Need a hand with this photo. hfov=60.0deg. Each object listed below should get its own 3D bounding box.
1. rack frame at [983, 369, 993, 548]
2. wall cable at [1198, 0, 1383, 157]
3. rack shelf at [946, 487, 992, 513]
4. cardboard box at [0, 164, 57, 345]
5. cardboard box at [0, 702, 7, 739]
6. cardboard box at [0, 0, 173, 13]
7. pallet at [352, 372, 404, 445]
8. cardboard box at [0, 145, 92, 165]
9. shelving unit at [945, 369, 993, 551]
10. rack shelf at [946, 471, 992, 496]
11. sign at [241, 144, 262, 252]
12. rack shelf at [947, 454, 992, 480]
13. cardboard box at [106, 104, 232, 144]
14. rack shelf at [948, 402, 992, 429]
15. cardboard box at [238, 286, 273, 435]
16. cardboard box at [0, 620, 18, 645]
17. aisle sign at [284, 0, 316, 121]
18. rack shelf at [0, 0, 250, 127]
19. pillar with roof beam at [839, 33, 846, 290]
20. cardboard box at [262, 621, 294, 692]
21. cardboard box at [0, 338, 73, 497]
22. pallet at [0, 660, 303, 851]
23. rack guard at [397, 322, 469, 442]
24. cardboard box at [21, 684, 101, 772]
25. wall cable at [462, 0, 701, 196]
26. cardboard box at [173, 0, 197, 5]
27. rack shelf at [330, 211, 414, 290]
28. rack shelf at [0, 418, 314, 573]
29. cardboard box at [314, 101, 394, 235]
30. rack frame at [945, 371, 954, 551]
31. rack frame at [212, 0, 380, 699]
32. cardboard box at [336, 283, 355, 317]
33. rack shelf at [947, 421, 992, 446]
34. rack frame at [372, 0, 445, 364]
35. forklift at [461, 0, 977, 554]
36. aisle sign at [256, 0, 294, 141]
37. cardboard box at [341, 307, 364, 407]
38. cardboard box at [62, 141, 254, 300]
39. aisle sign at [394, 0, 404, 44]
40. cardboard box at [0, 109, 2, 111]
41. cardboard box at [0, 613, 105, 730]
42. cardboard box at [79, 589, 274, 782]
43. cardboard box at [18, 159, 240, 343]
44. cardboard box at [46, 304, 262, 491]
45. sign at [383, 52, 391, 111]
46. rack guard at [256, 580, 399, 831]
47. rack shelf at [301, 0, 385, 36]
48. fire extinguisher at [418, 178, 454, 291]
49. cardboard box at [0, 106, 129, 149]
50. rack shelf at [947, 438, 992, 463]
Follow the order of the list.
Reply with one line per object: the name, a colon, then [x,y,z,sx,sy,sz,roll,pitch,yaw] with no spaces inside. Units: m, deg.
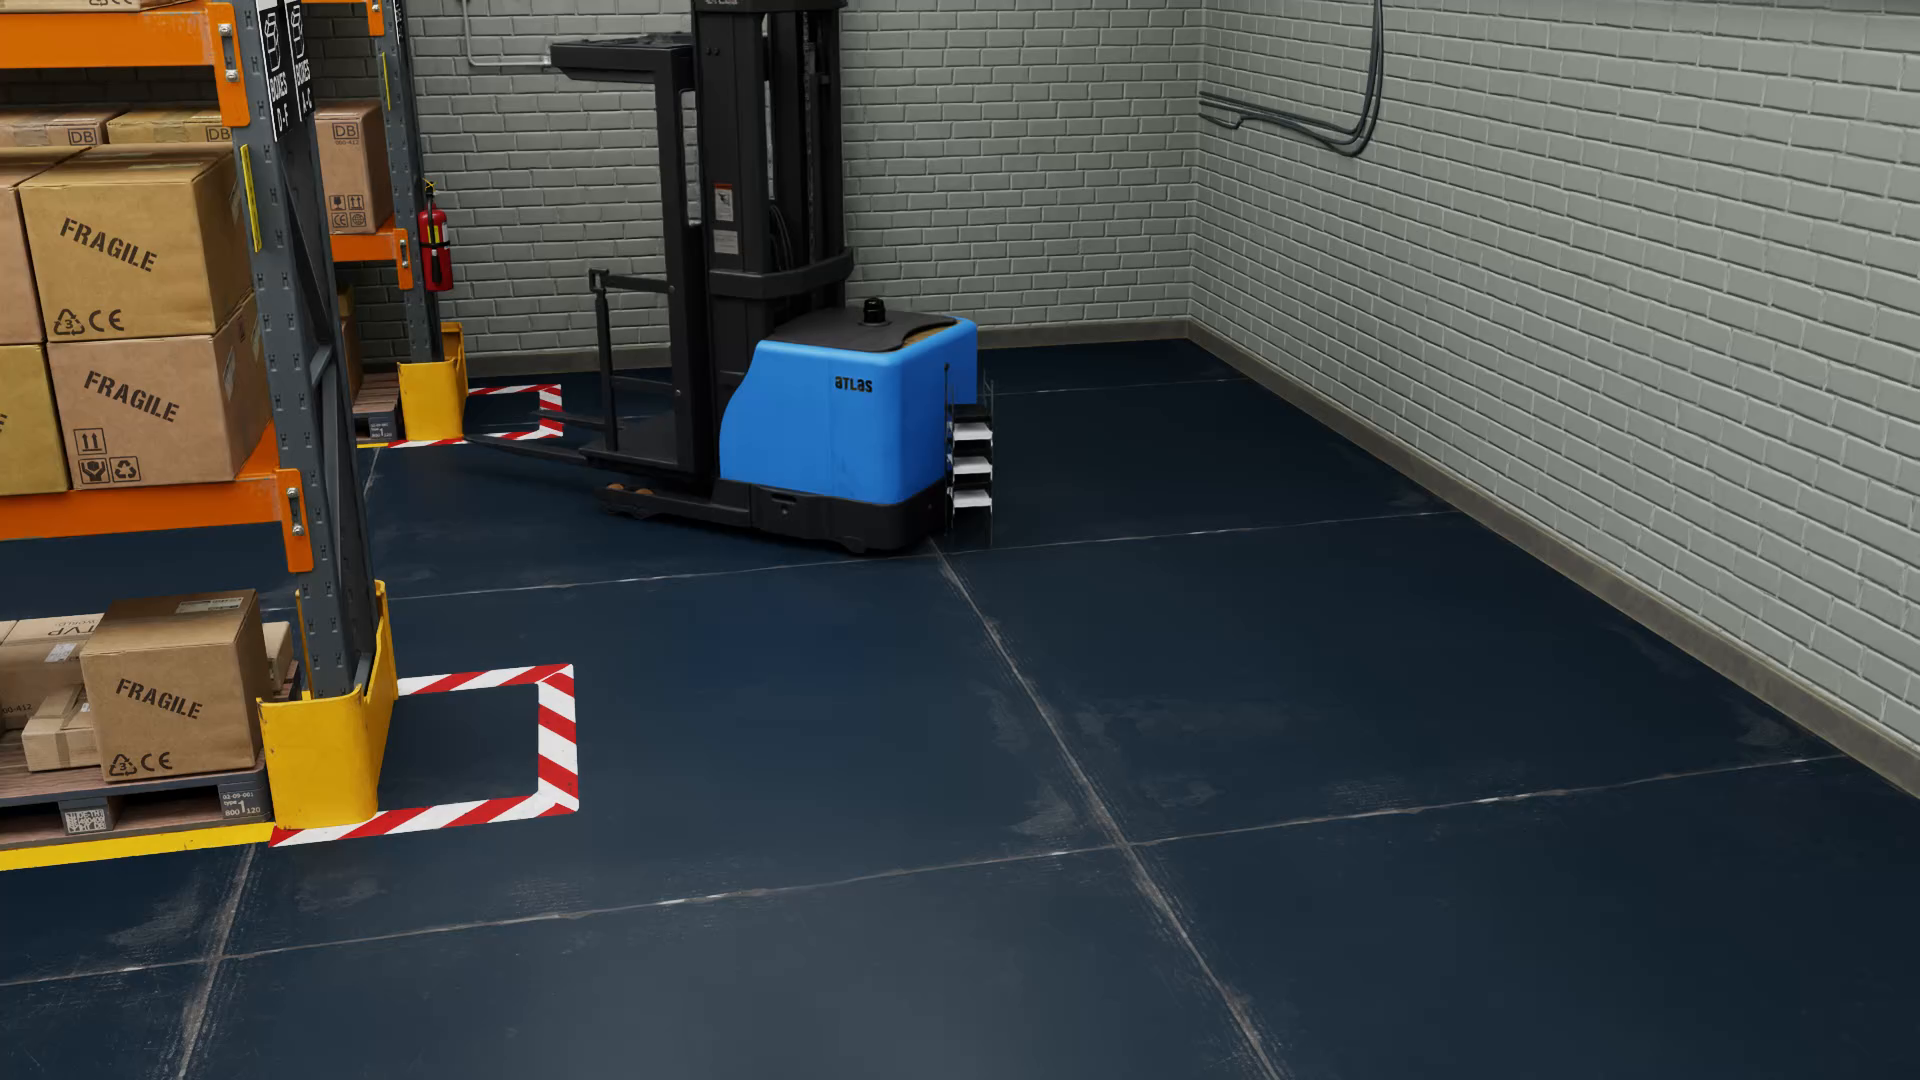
rack frame: [0.146,-0.420,8.652,0.006,0.900,0.240,-3,20,-9]
wall cable: [2.094,-3.920,10.948,0.112,2.526,3.097,-5,21,-12]
rack shelf: [0.046,-0.214,8.710,0.200,0.077,0.258,-3,20,-9]
cardboard box: [-3.210,-0.924,5.378,0.500,0.500,0.500,-4,21,-11]
cardboard box: [-3.753,0.700,5.902,0.500,0.250,0.500,-5,21,-12]
cardboard box: [-2.788,-1.785,5.183,0.500,0.250,0.500,-5,21,-12]
pallet: [-4.253,-0.834,10.786,1.213,0.211,1.003,-5,21,-12]
cardboard box: [-3.349,-1.101,5.861,0.500,0.500,0.500,-4,21,-12]
shelving unit: [0.046,-0.414,8.636,0.210,0.900,0.258,-3,20,-9]
rack shelf: [0.046,-0.298,8.679,0.200,0.077,0.258,-3,20,-9]
sign: [-2.241,-1.080,5.260,0.005,0.325,0.100,-5,21,-12]
rack shelf: [0.046,-0.383,8.648,0.200,0.077,0.258,-3,20,-9]
cardboard box: [-4.692,-2.269,10.212,0.700,0.700,0.980,-5,21,-13]
rack shelf: [0.046,-0.636,8.555,0.200,0.077,0.258,-3,20,-9]
cardboard box: [-2.842,-0.676,6.153,0.500,0.500,0.500,-4,21,-11]
cardboard box: [-3.917,0.536,6.348,0.500,0.250,0.500,-5,21,-12]
aisle sign: [-2.350,-1.900,5.861,0.004,0.787,0.394,-5,21,-12]
rack shelf: [-4.295,-1.488,5.200,4.000,0.370,1.077,-5,21,-12]
pillar with roof beam: [-0.073,-4.113,6.959,0.400,9.000,9.100,-5,21,-12]
cardboard box: [-2.836,0.475,6.663,0.250,0.149,0.380,-5,21,-12]
cardboard box: [-3.226,-0.454,5.547,0.500,0.500,0.500,-4,21,-12]
pallet: [-3.199,0.803,6.315,1.213,0.211,1.003,-5,21,-12]
rack guard: [-3.469,-1.062,10.986,0.348,0.500,1.175,-5,21,-12]
cardboard box: [-3.236,0.676,6.088,0.250,0.166,0.380,-5,21,-12]
wall cable: [-2.464,-3.128,11.517,1.851,1.984,0.084,-5,21,-12]
cardboard box: [-2.907,-1.958,5.656,0.500,0.250,0.500,-5,21,-12]
rack shelf: [-5.439,-1.737,10.242,4.000,0.370,1.077,-5,21,-12]
rack shelf: [-4.295,-0.079,5.716,4.000,0.370,1.077,-5,21,-12]
cardboard box: [-3.987,-2.330,10.380,0.700,0.700,0.980,-4,20,-10]
rack frame: [-0.055,-0.408,8.620,0.006,0.900,0.240,-3,20,-9]
rack frame: [-2.349,-0.575,6.025,0.127,3.000,1.000,-5,21,-12]
cardboard box: [-4.075,-1.549,10.764,0.250,0.149,0.380,-5,21,-12]
rack shelf: [0.046,-0.552,8.586,0.200,0.077,0.258,-3,20,-9]
rack frame: [-3.493,-2.233,10.550,0.127,3.000,1.000,-5,21,-12]
forklift: [-1.444,-1.640,9.030,3.031,2.935,1.130,10,22,25]
aisle sign: [-2.212,-1.699,5.312,0.004,0.787,0.394,-5,21,-12]
cardboard box: [-4.151,-1.168,10.666,0.500,0.500,0.700,-5,21,-12]
cardboard box: [-2.842,-1.145,5.981,0.500,0.500,0.500,-4,20,-11]
aisle sign: [-3.354,-3.359,9.845,0.004,0.787,0.394,-5,21,-12]
cardboard box: [-6.142,-2.151,9.890,0.700,0.700,0.980,-5,21,-14]
cardboard box: [-3.430,0.497,6.456,0.500,0.250,0.500,-5,21,-12]
cardboard box: [-2.822,0.517,6.036,0.500,0.500,0.500,-5,21,-12]
cardboard box: [-2.719,-0.965,5.488,0.500,0.500,0.500,-5,21,-13]
cardboard box: [-2.722,-0.496,5.662,0.500,0.500,0.500,-4,20,-11]
sign: [-3.381,-2.706,9.812,0.005,0.325,0.100,-5,21,-12]
rack guard: [-2.423,0.604,6.438,0.348,0.500,1.175,-5,21,-12]
rack shelf: [-5.439,-3.146,9.726,4.000,0.370,1.077,-5,21,-12]
fire extinguisher: [-3.240,-1.879,10.239,0.183,0.674,0.296,-5,21,-12]
cardboard box: [-5.436,-2.212,10.056,0.700,0.700,0.980,-6,21,-15]
rack shelf: [0.046,-0.467,8.617,0.200,0.077,0.258,-3,20,-9]
